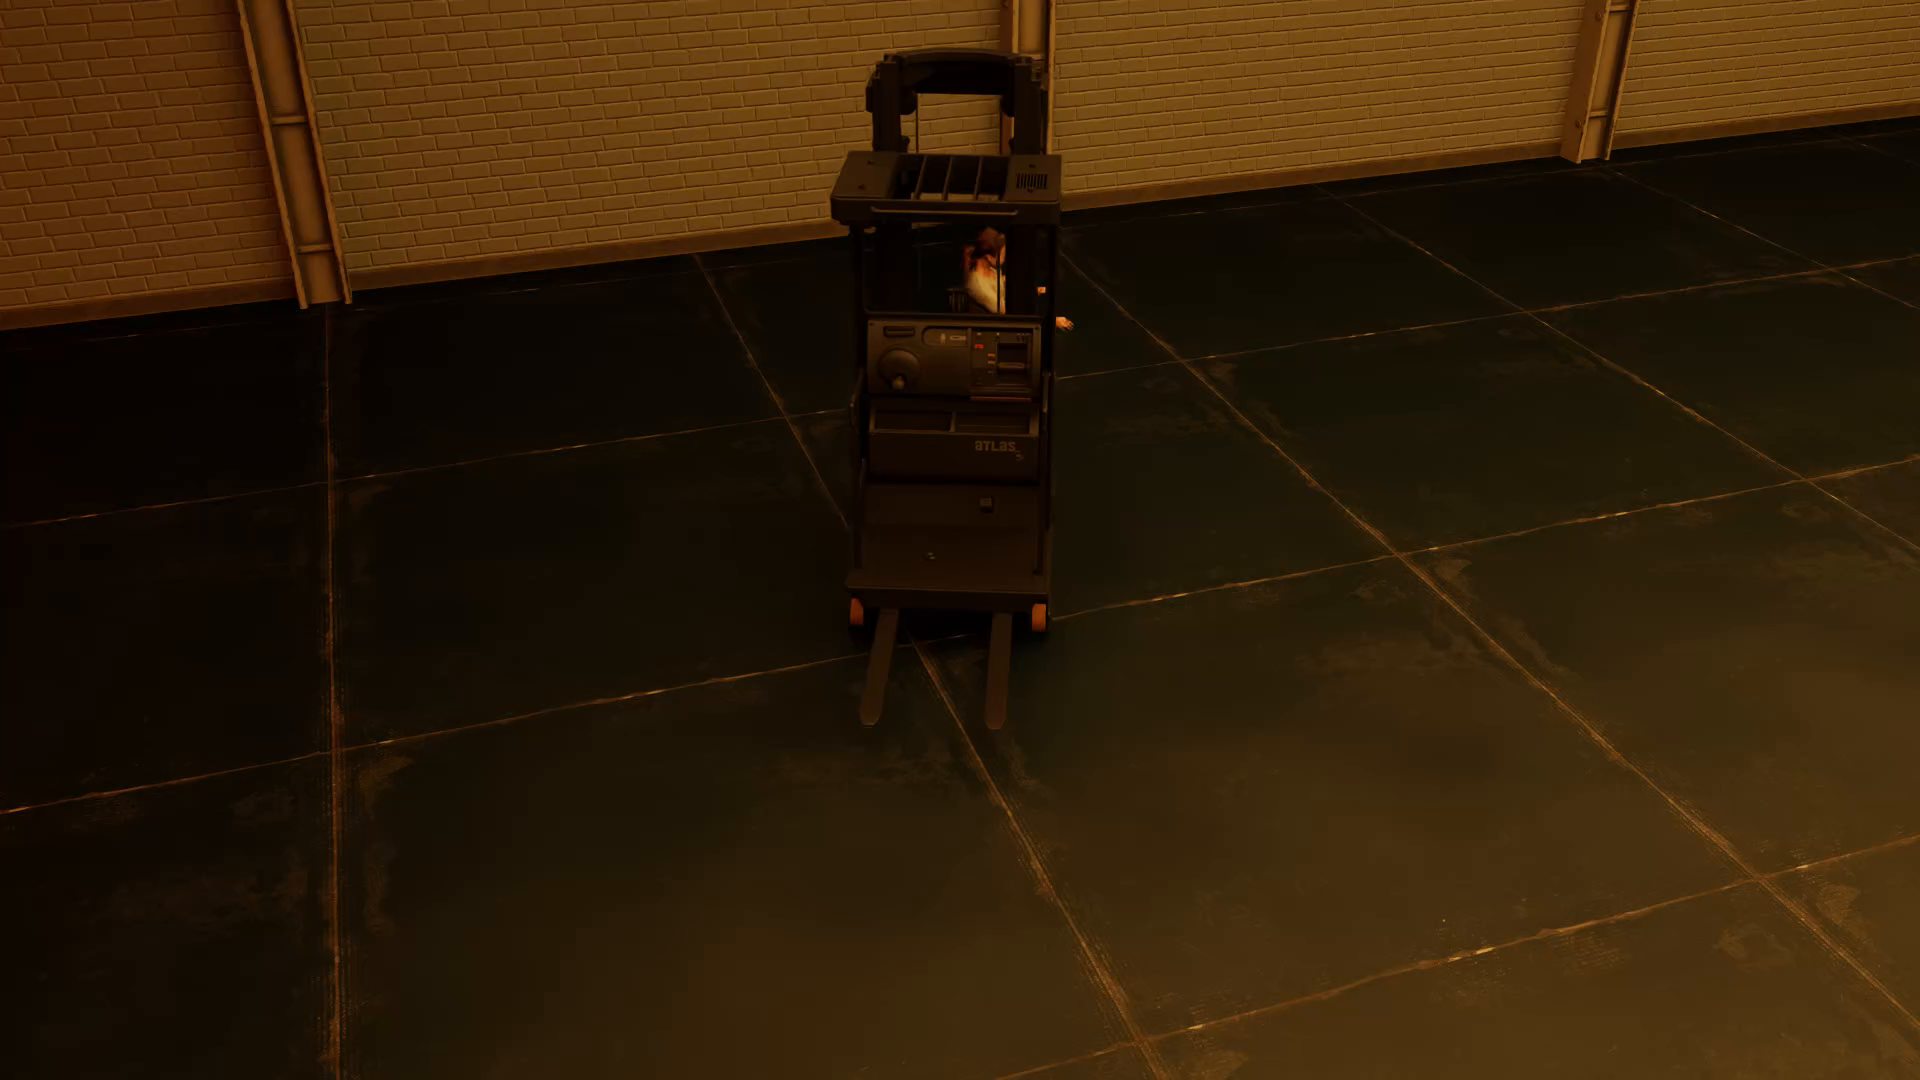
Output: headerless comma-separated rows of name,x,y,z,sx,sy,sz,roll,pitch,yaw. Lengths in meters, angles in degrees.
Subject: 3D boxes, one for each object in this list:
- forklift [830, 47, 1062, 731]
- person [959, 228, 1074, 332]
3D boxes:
forklift,-0.044,-0.929,8.702,1.130,2.935,3.031,2,30,3
person,0.360,-1.347,10.891,0.721,1.479,0.807,-1,30,-1
